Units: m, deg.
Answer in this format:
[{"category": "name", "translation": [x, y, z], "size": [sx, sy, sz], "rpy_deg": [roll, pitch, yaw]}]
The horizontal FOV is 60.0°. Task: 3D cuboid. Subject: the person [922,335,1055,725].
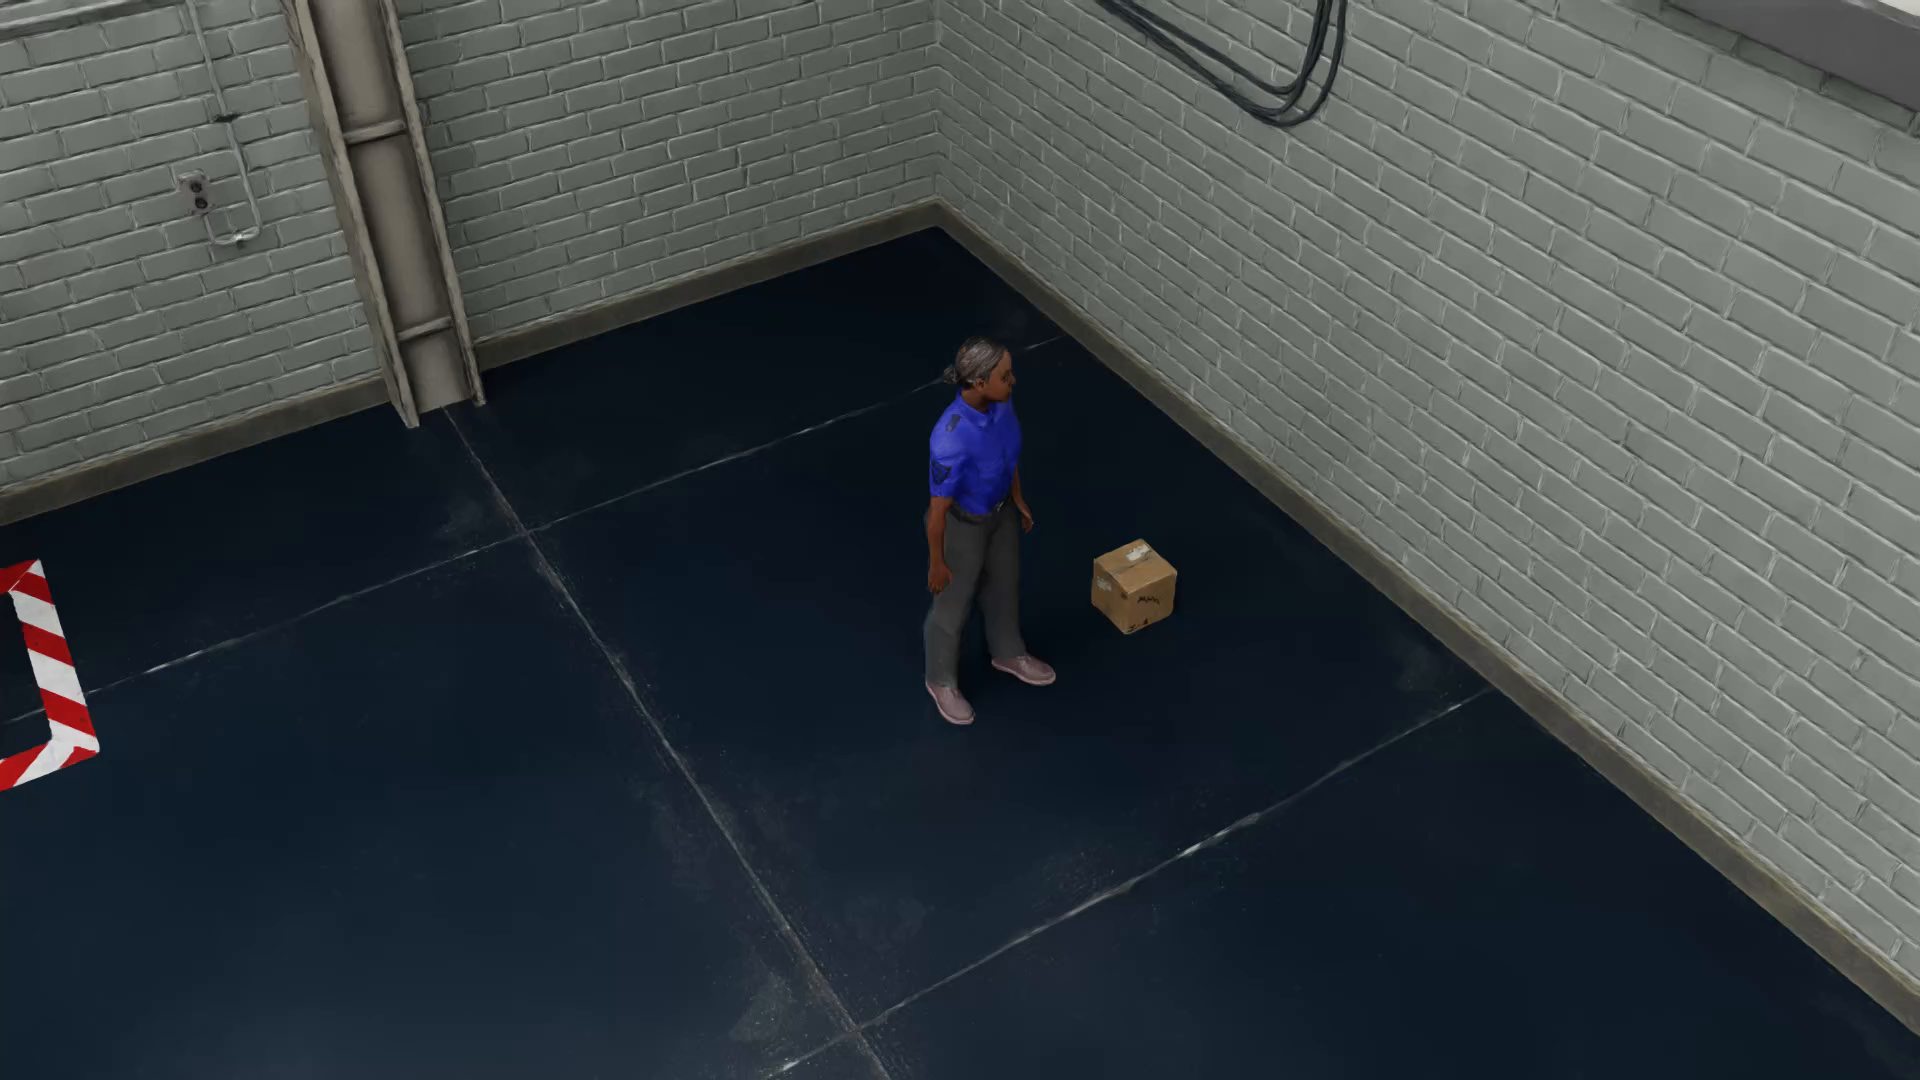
[{"category": "person", "translation": [0.107, -0.019, 6.156], "size": [0.475, 1.665, 0.519], "rpy_deg": [21, 45, 22]}]
